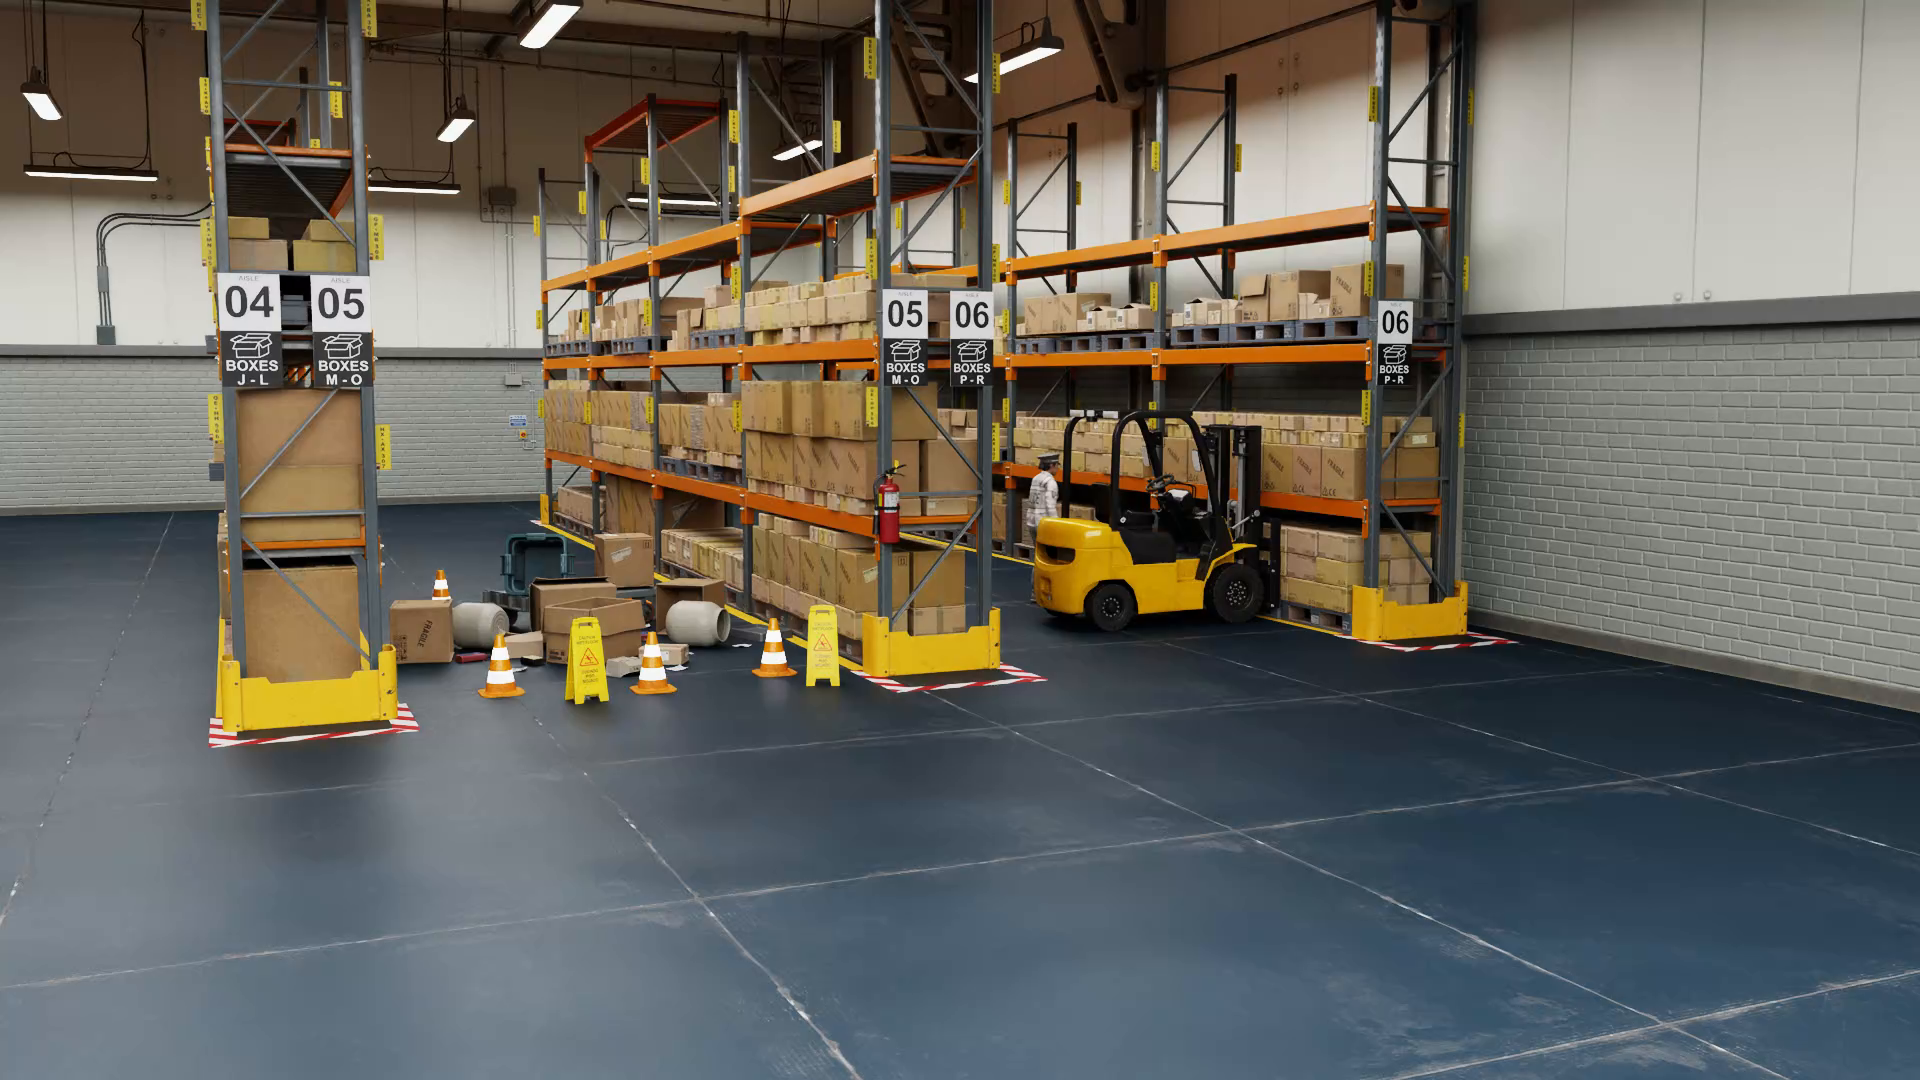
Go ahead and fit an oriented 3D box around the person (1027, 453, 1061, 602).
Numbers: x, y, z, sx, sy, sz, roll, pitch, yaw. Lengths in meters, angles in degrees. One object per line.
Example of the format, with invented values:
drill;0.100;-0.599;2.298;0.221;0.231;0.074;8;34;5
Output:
person;0.940;-0.130;18.337;0.371;1.663;0.530;-2;6;-23
